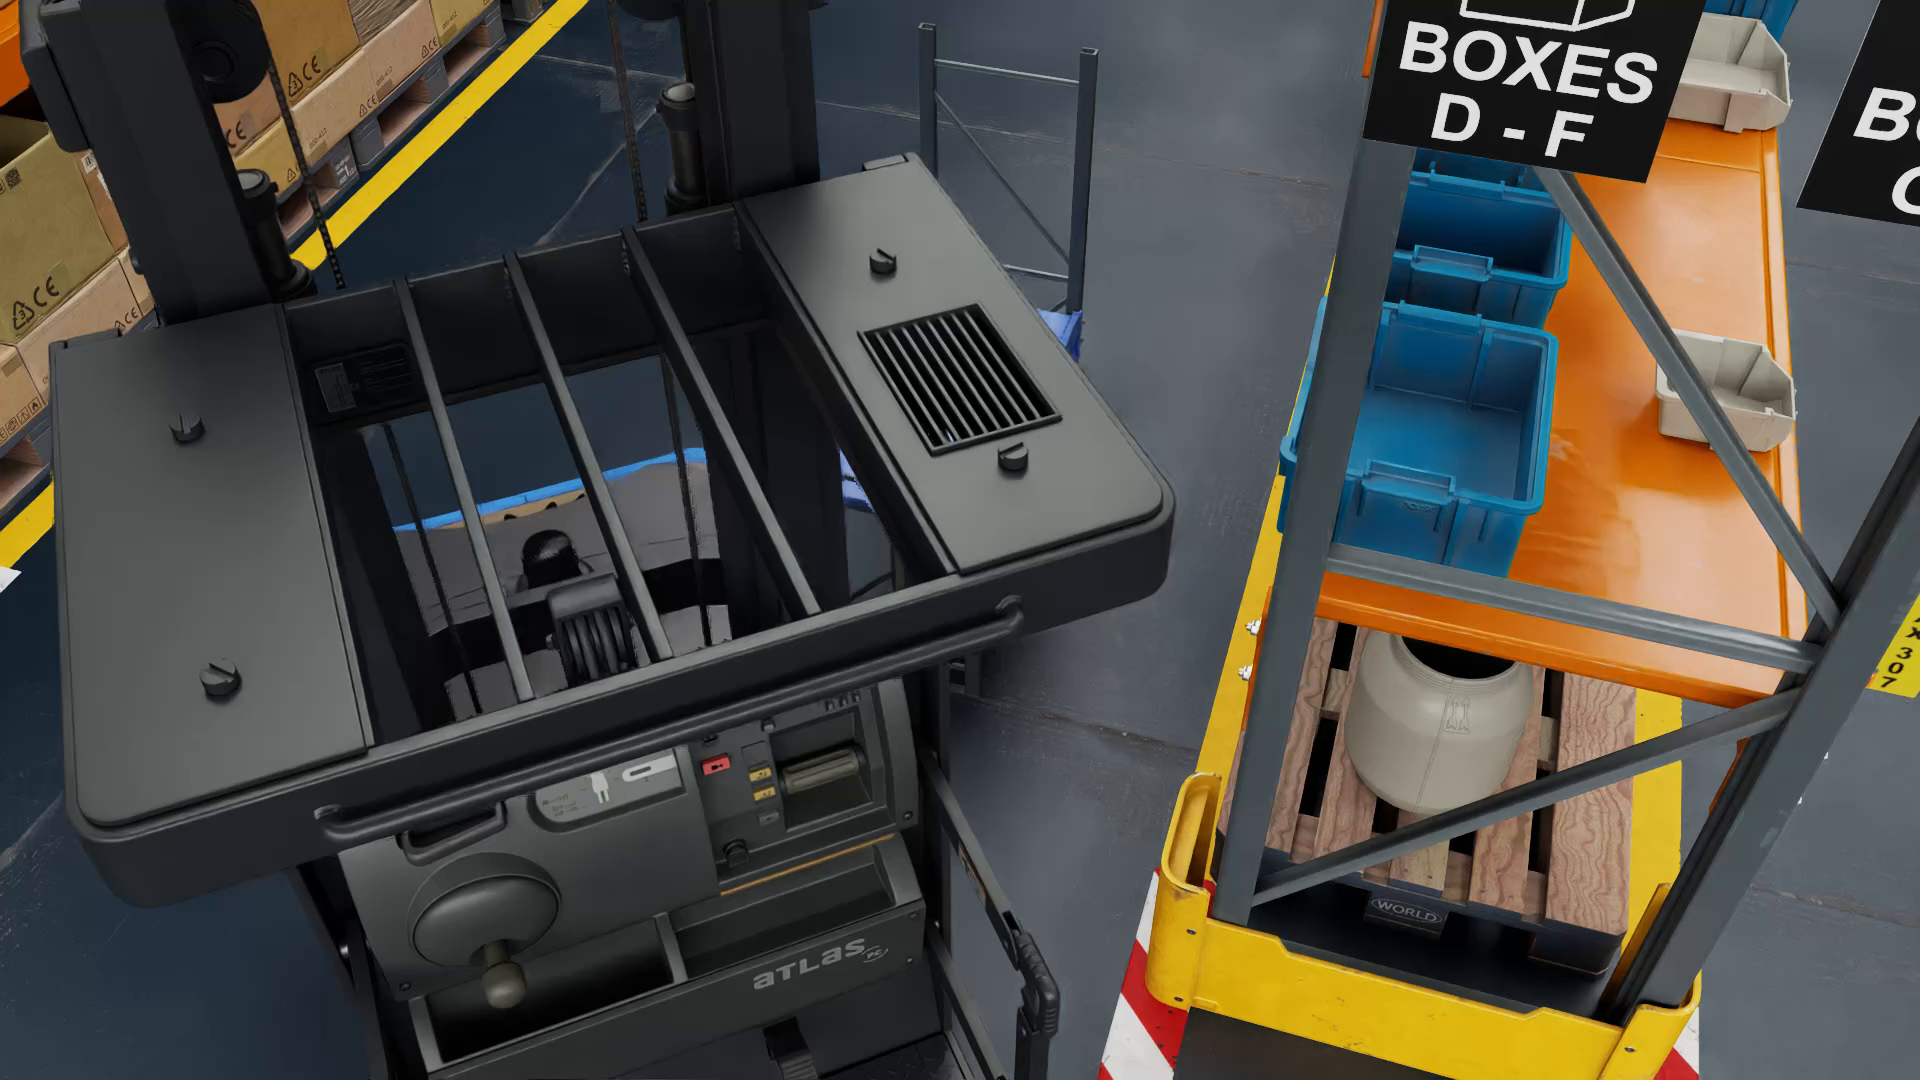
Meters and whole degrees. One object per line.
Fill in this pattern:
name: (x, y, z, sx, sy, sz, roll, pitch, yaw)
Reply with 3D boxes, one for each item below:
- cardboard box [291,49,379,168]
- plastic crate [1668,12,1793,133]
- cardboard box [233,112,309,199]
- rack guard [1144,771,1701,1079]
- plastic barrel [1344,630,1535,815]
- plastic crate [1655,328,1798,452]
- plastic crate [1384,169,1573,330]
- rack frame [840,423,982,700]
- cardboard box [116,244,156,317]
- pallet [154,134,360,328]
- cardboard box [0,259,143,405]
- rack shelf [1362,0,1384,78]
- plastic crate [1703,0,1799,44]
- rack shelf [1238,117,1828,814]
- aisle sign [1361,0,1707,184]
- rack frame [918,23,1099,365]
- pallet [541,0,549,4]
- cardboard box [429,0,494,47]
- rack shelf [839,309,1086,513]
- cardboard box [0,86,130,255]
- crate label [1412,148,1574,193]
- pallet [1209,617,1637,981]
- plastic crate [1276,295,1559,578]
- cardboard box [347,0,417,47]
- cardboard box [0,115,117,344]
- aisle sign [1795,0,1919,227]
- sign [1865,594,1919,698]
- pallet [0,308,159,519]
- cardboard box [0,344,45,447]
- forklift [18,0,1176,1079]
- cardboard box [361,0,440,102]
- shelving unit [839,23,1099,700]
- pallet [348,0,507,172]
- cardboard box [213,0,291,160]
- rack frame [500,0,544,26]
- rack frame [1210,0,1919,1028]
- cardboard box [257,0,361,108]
cardboard box: (-2.666, -1.739, 6.548, 0.500, 0.250, 0.500, 13, 46, 13)
plastic crate: (2.034, -1.313, 4.635, 0.530, 0.136, 0.437, 13, 46, 13)
cardboard box: (-2.816, -1.405, 6.207, 0.500, 0.250, 0.500, 13, 46, 13)
rack guard: (1.051, 0.956, 3.915, 1.175, 0.500, 0.348, 13, 46, 13)
plastic barrel: (1.199, 0.408, 4.167, 0.421, 0.512, 0.421, 0, 44, 0)
plastic crate: (1.651, -0.311, 3.611, 0.298, 0.136, 0.250, 13, 46, 13)
plastic crate: (1.141, -0.652, 3.878, 0.499, 0.251, 0.408, 13, 46, 13)
rack frame: (-0.180, -0.140, 4.321, 0.500, 1.500, 0.032, 13, 46, 12)
cardboard box: (-2.972, -1.073, 5.868, 0.500, 0.250, 0.500, 13, 46, 13)
pallet: (-3.084, -1.261, 6.387, 1.003, 0.211, 1.213, 13, 46, 13)
cardboard box: (-3.124, -0.740, 5.527, 0.500, 0.250, 0.500, 13, 46, 13)
rack shelf: (1.679, -2.025, 3.544, 1.077, 0.370, 4.000, 13, 46, 13)
plastic crate: (2.208, -1.694, 4.943, 0.499, 0.251, 0.616, 13, 46, 13)
rack shelf: (1.679, -0.953, 4.593, 1.077, 0.370, 4.000, 13, 46, 13)
aisle sign: (0.768, -0.821, 2.085, 0.394, 0.787, 0.004, 13, 46, 13)
rack frame: (0.128, -0.818, 5.014, 0.500, 1.500, 0.032, 13, 46, 12)
pallet: (-2.249, -3.097, 8.264, 1.003, 0.211, 1.213, 13, 46, 13)
cardboard box: (-2.367, -2.406, 7.230, 0.500, 0.250, 0.500, 13, 46, 13)
rack shelf: (-0.026, -0.351, 4.793, 0.538, 0.185, 1.000, 13, 46, 12)
cardboard box: (-2.983, -1.344, 5.608, 0.500, 0.500, 0.500, 13, 46, 13)
crate label: (1.373, -1.173, 4.279, 0.502, 0.435, 0.616, 13, 46, 13)
pallet: (1.302, 0.519, 4.569, 1.003, 0.211, 1.213, 13, 46, 13)
plastic crate: (0.939, -0.220, 3.437, 0.499, 0.251, 0.616, 13, 46, 13)
cardboard box: (-2.530, -2.344, 6.630, 0.500, 0.500, 0.500, 13, 46, 13)
cardboard box: (-3.123, -1.008, 5.265, 0.500, 0.500, 0.500, 13, 46, 13)
aisle sign: (1.330, -0.696, 1.958, 0.394, 0.787, 0.004, 13, 46, 13)
sign: (1.596, 0.144, 2.760, 0.100, 0.325, 0.005, 13, 46, 13)
pallet: (-3.455, -0.450, 5.559, 1.003, 0.211, 1.213, 13, 46, 13)
cardboard box: (-3.272, -0.406, 5.186, 0.500, 0.250, 0.500, 13, 46, 13)
forklift: (-0.437, 0.557, 2.585, 1.130, 2.935, 3.031, -16, 47, -16)
cardboard box: (-2.528, -2.075, 6.892, 0.500, 0.250, 0.500, 13, 46, 13)
shelving unit: (-0.026, -0.479, 4.667, 0.538, 1.500, 1.048, 13, 46, 12)
pallet: (-2.716, -2.077, 7.221, 1.003, 0.211, 1.213, 13, 46, 13)
cardboard box: (-2.815, -1.673, 5.945, 0.500, 0.500, 0.500, 13, 46, 13)
rack frame: (-2.435, -3.594, 6.779, 1.000, 3.000, 0.127, 13, 46, 13)
rack frame: (1.073, 0.123, 2.979, 1.000, 3.000, 0.127, 13, 46, 13)
cardboard box: (-2.678, -2.010, 6.288, 0.500, 0.500, 0.500, 13, 46, 13)
